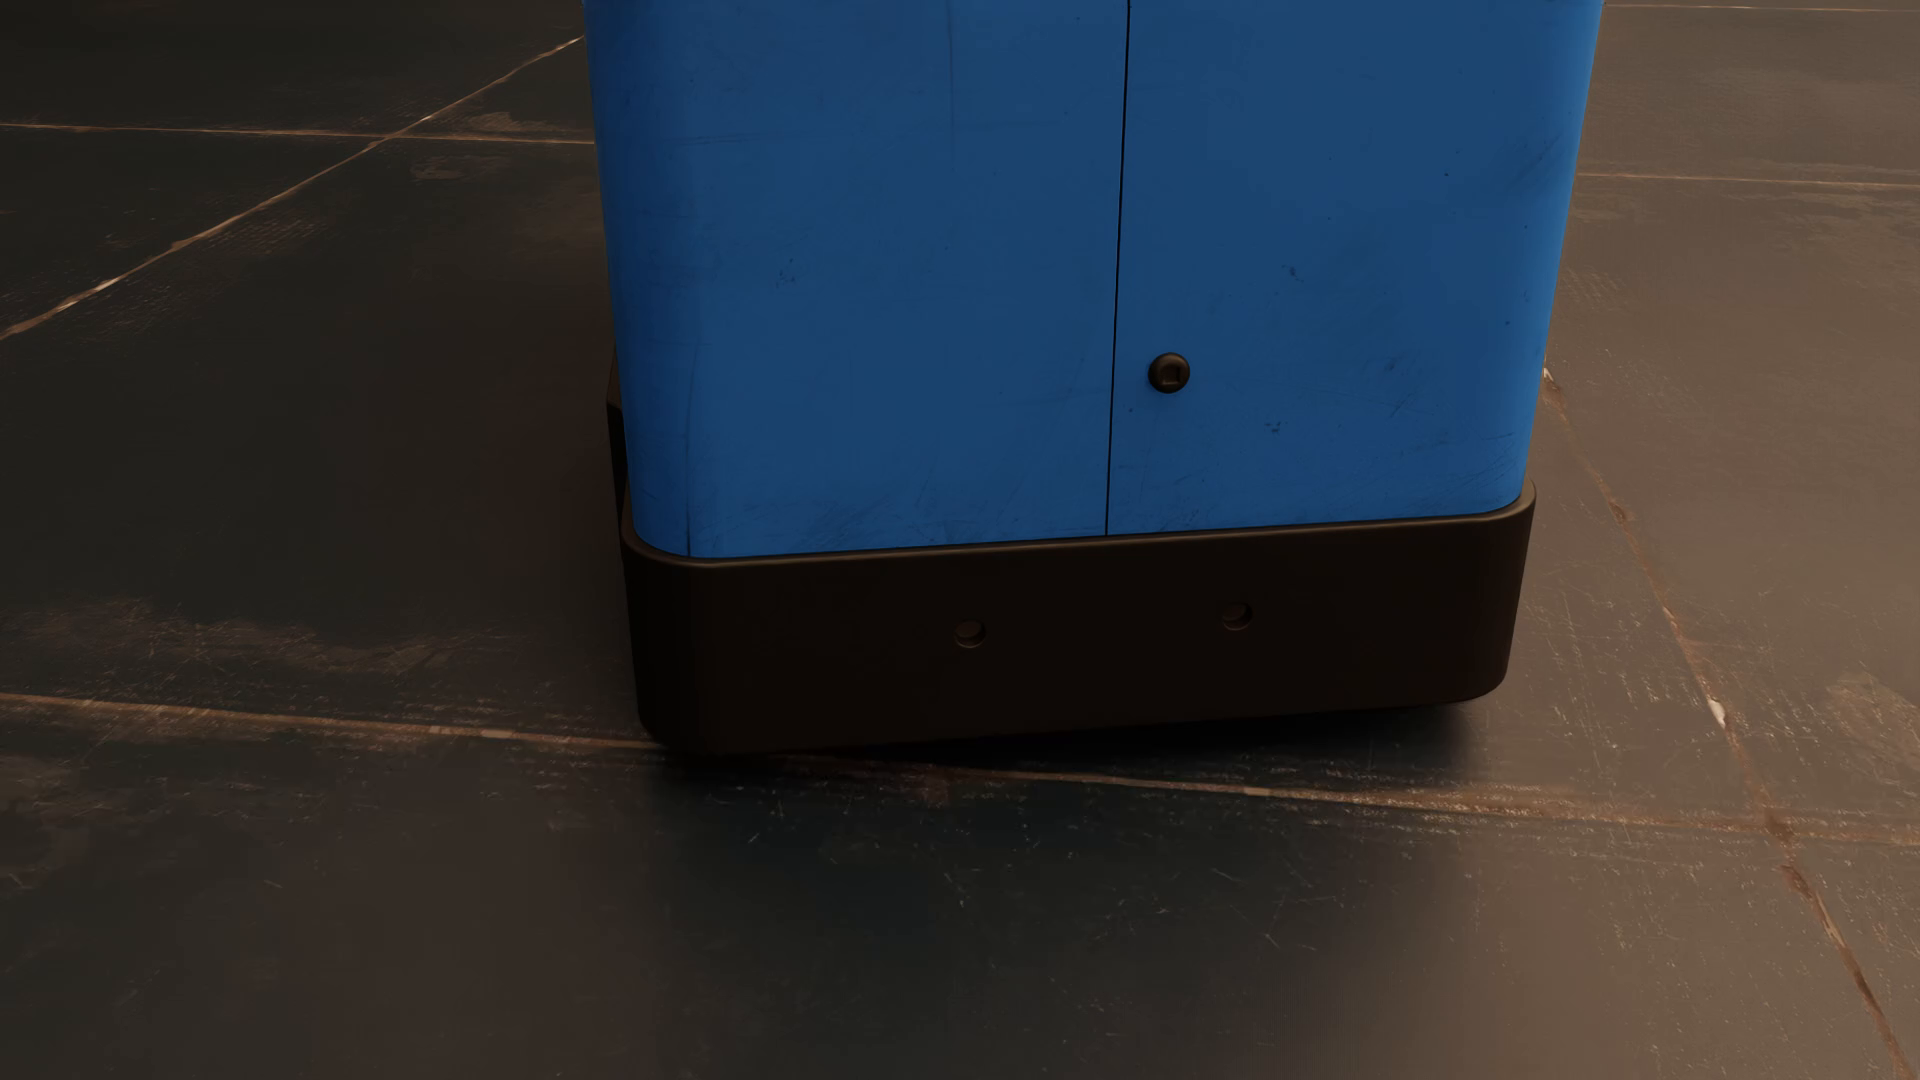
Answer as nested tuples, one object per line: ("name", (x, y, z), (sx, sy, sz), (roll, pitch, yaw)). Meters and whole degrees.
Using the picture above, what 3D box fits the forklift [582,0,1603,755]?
("forklift", (-0.035, -1.701, 2.626), (1.130, 2.935, 3.031), (-3, 27, -7))
